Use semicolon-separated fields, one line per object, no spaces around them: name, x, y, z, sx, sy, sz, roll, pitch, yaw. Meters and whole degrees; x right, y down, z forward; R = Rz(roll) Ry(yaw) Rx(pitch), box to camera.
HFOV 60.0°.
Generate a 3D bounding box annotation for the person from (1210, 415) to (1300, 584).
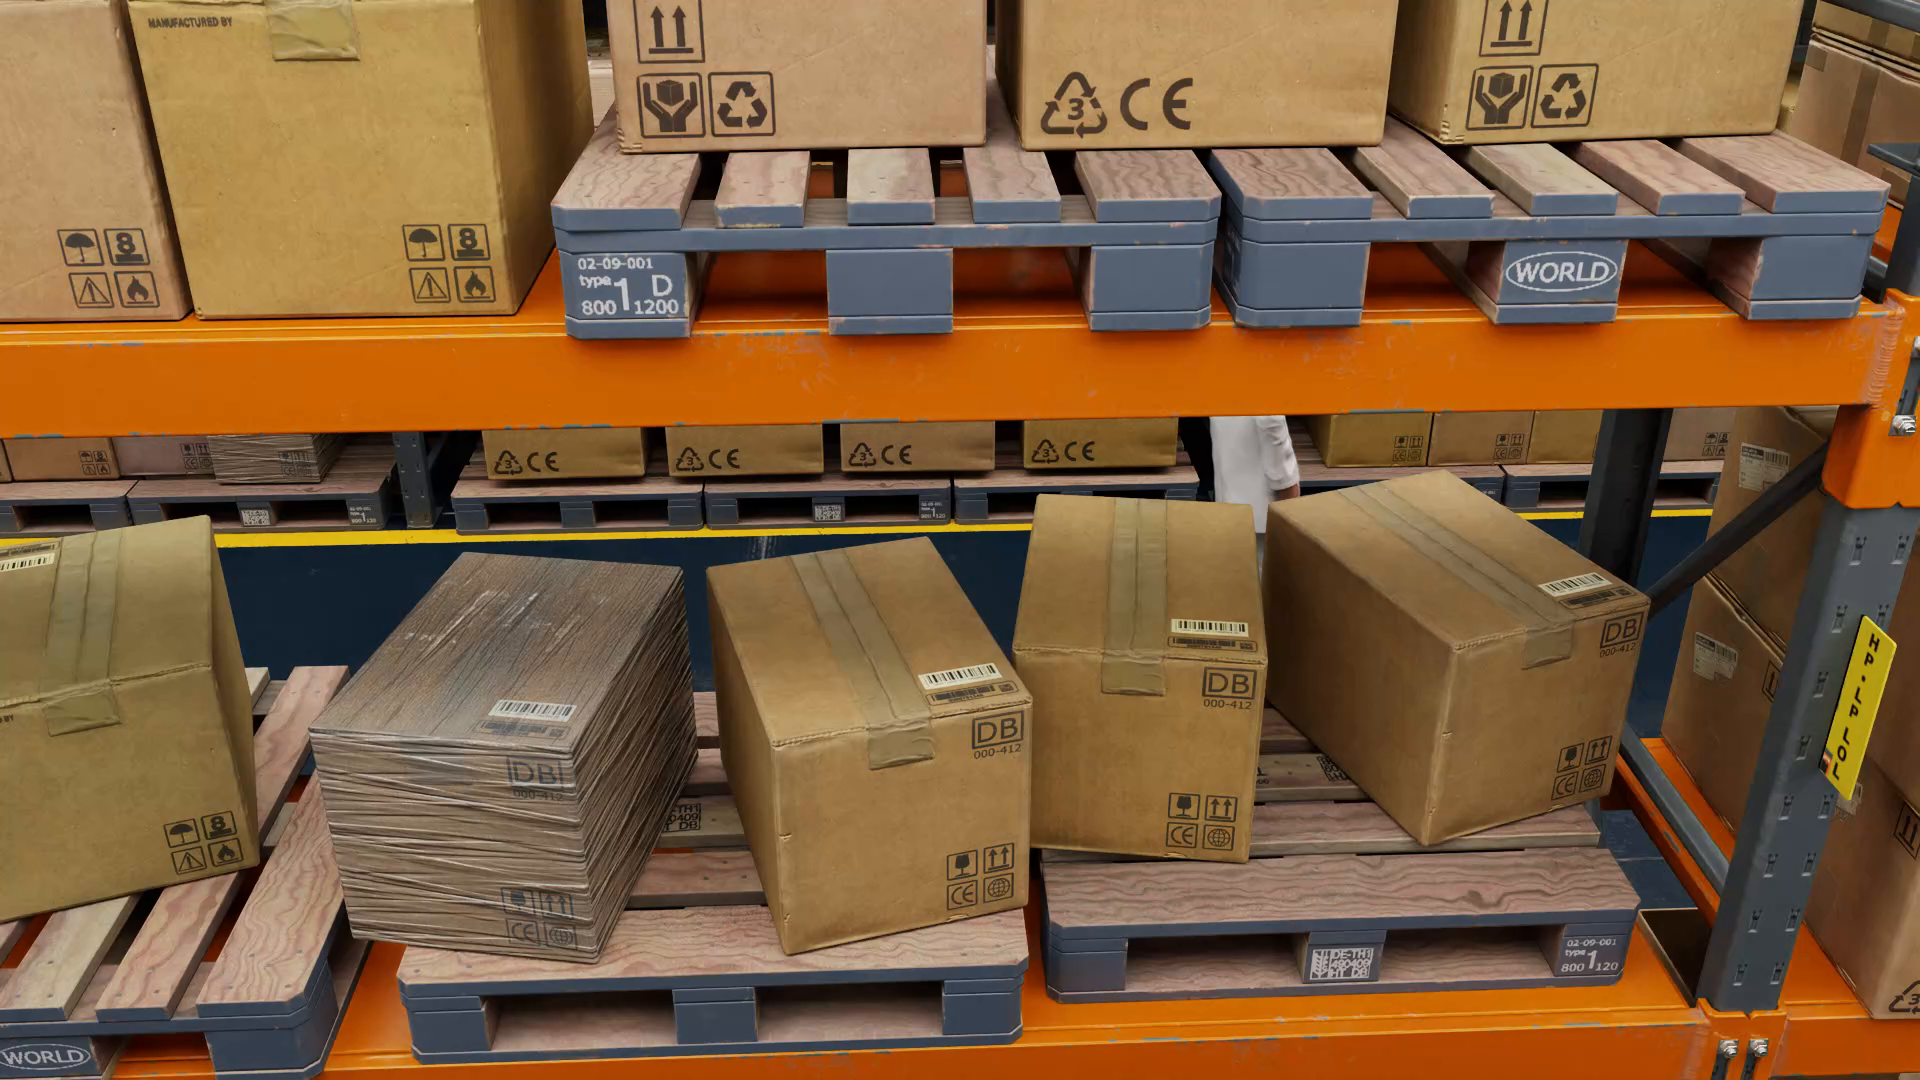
person;1.224;-0.327;6.772;0.424;1.774;0.653;-3;27;-6
